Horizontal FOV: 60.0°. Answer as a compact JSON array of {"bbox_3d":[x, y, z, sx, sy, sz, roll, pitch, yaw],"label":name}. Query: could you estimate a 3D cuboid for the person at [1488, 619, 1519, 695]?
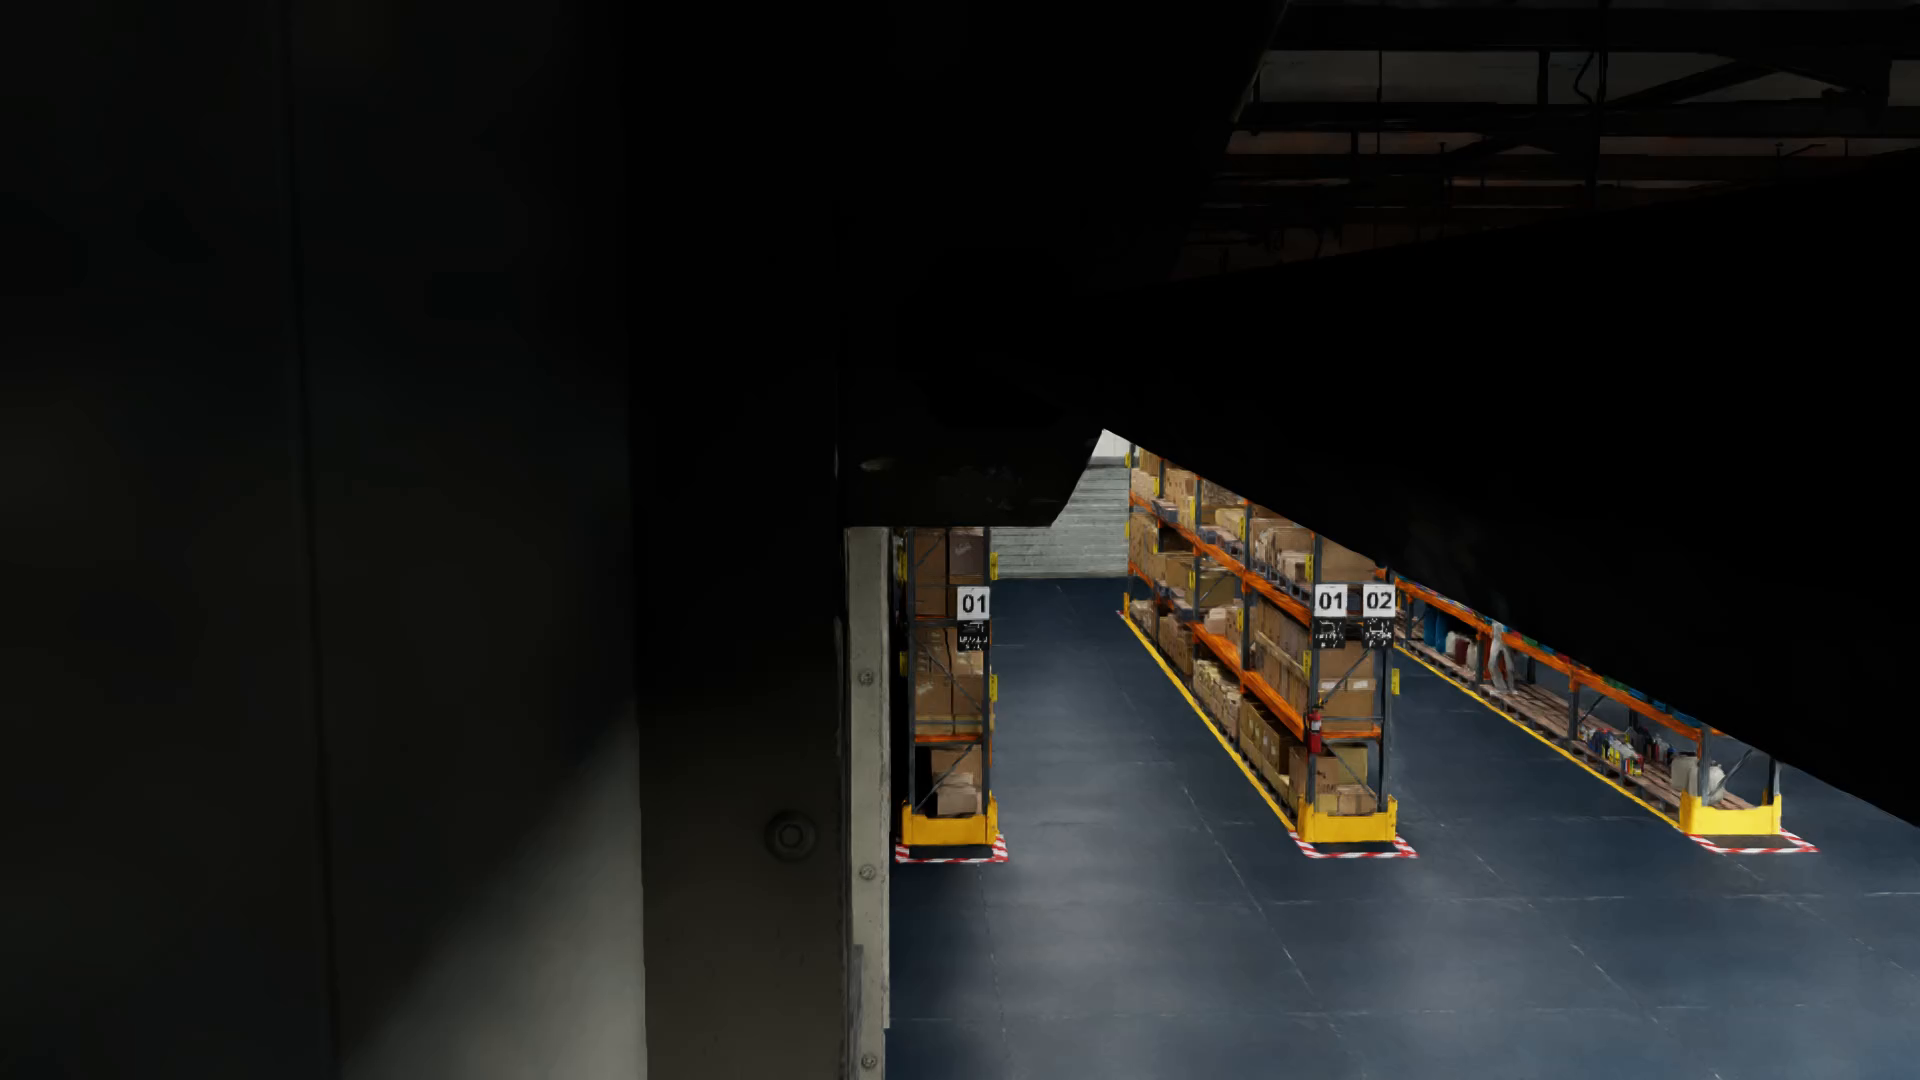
[{"bbox_3d":[9.108,1.773,27.774,0.523,1.637,0.419,6,9,39],"label":"person"}]
